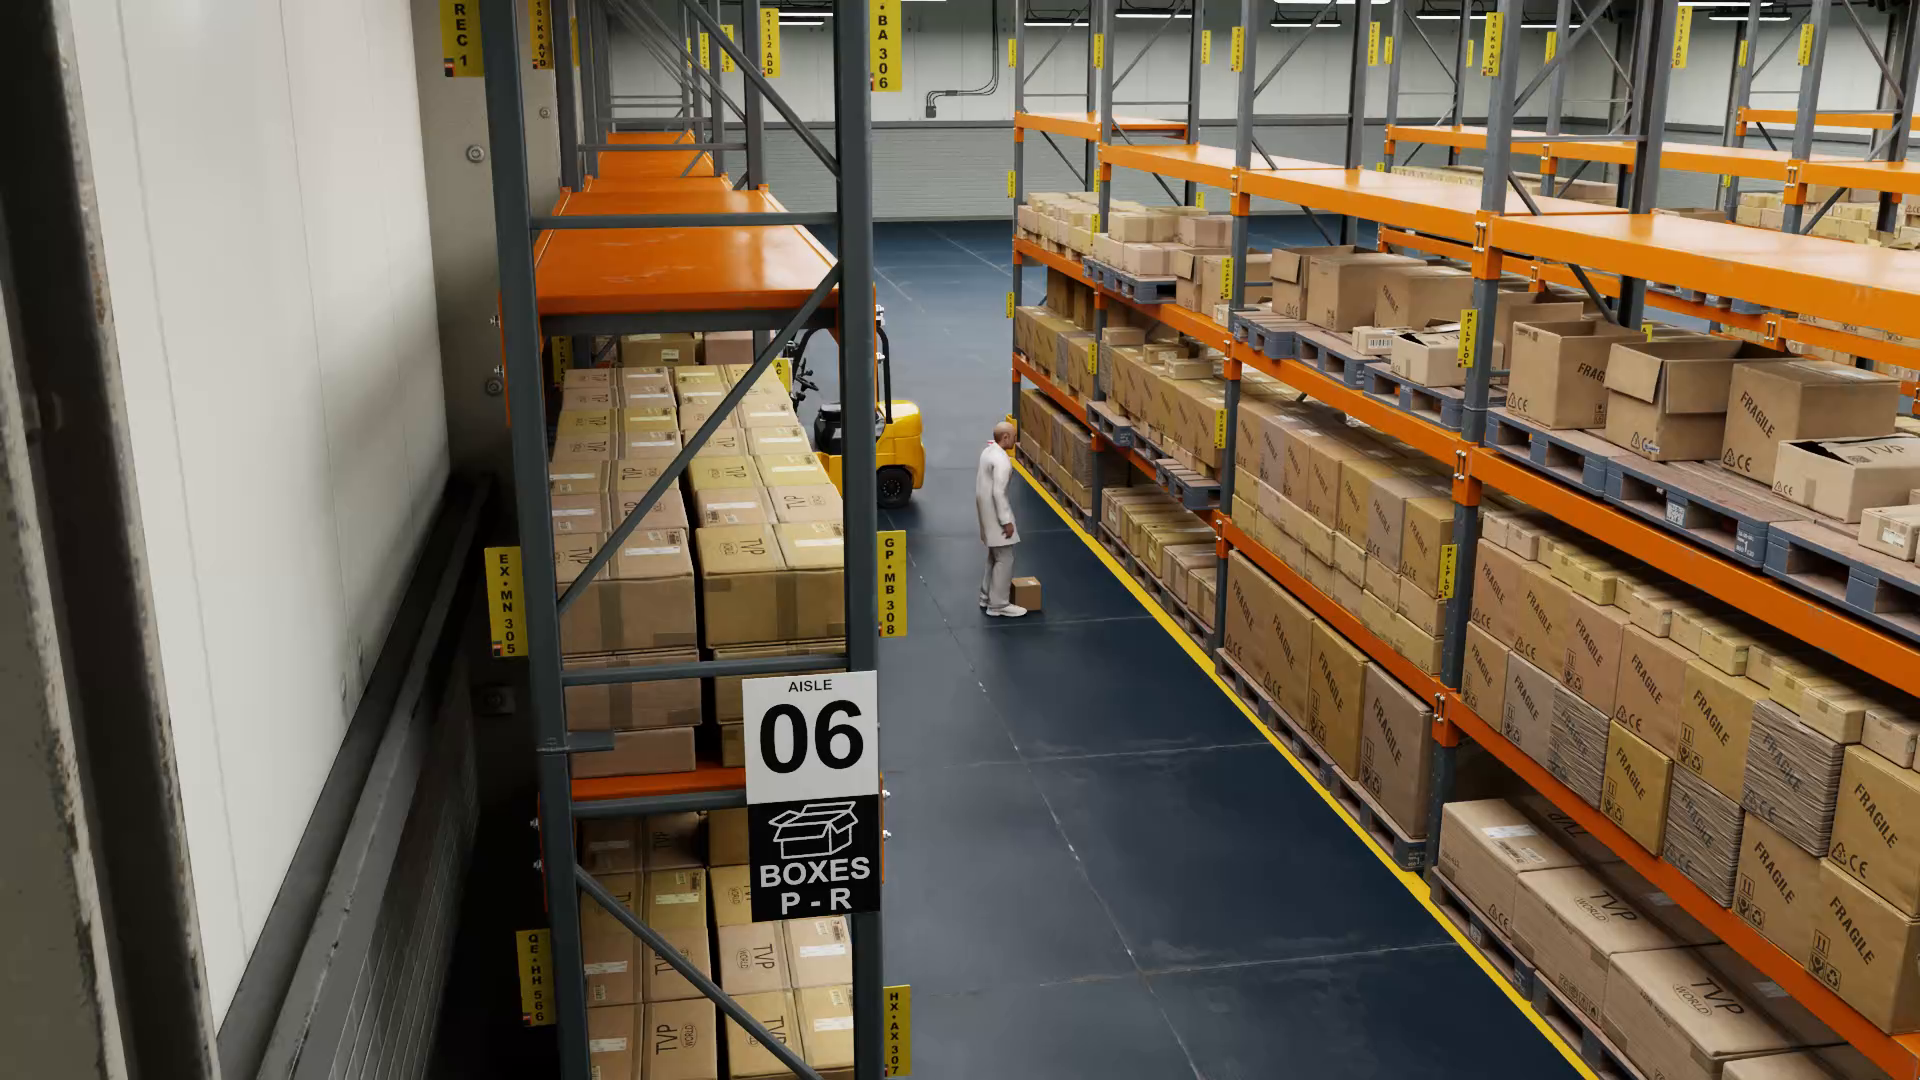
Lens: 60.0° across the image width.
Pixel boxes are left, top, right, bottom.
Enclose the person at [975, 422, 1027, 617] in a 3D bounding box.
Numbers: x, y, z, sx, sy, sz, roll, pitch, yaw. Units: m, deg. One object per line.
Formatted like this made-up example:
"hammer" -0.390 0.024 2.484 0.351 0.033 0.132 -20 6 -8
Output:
"person" 0.361 -0.209 15.286 0.426 1.773 0.640 -3 16 -11
